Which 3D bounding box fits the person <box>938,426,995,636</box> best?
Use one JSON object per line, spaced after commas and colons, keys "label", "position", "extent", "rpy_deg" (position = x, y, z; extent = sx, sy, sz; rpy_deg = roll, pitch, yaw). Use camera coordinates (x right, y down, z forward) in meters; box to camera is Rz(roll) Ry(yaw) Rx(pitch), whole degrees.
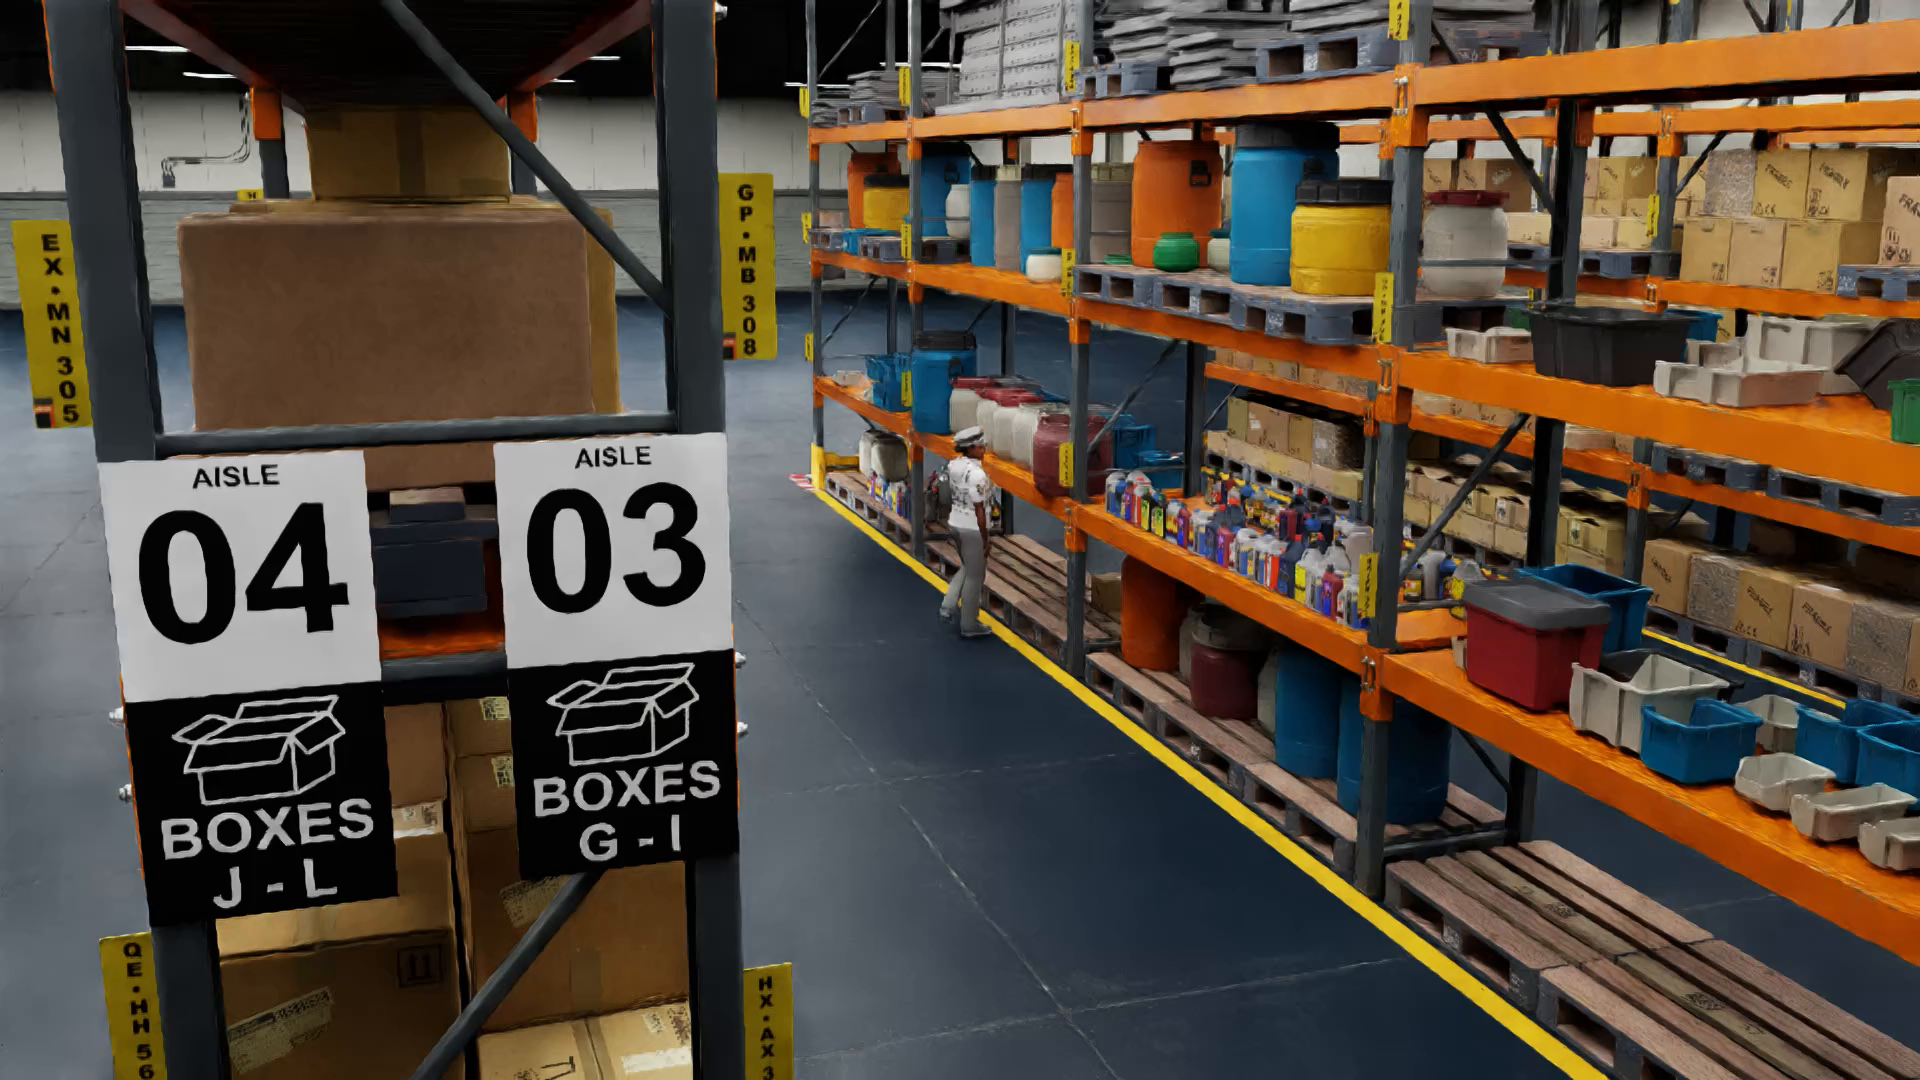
{"label": "person", "position": [0.050, -0.070, 13.191], "extent": [0.419, 1.677, 0.507], "rpy_deg": [-7, 14, -28]}
